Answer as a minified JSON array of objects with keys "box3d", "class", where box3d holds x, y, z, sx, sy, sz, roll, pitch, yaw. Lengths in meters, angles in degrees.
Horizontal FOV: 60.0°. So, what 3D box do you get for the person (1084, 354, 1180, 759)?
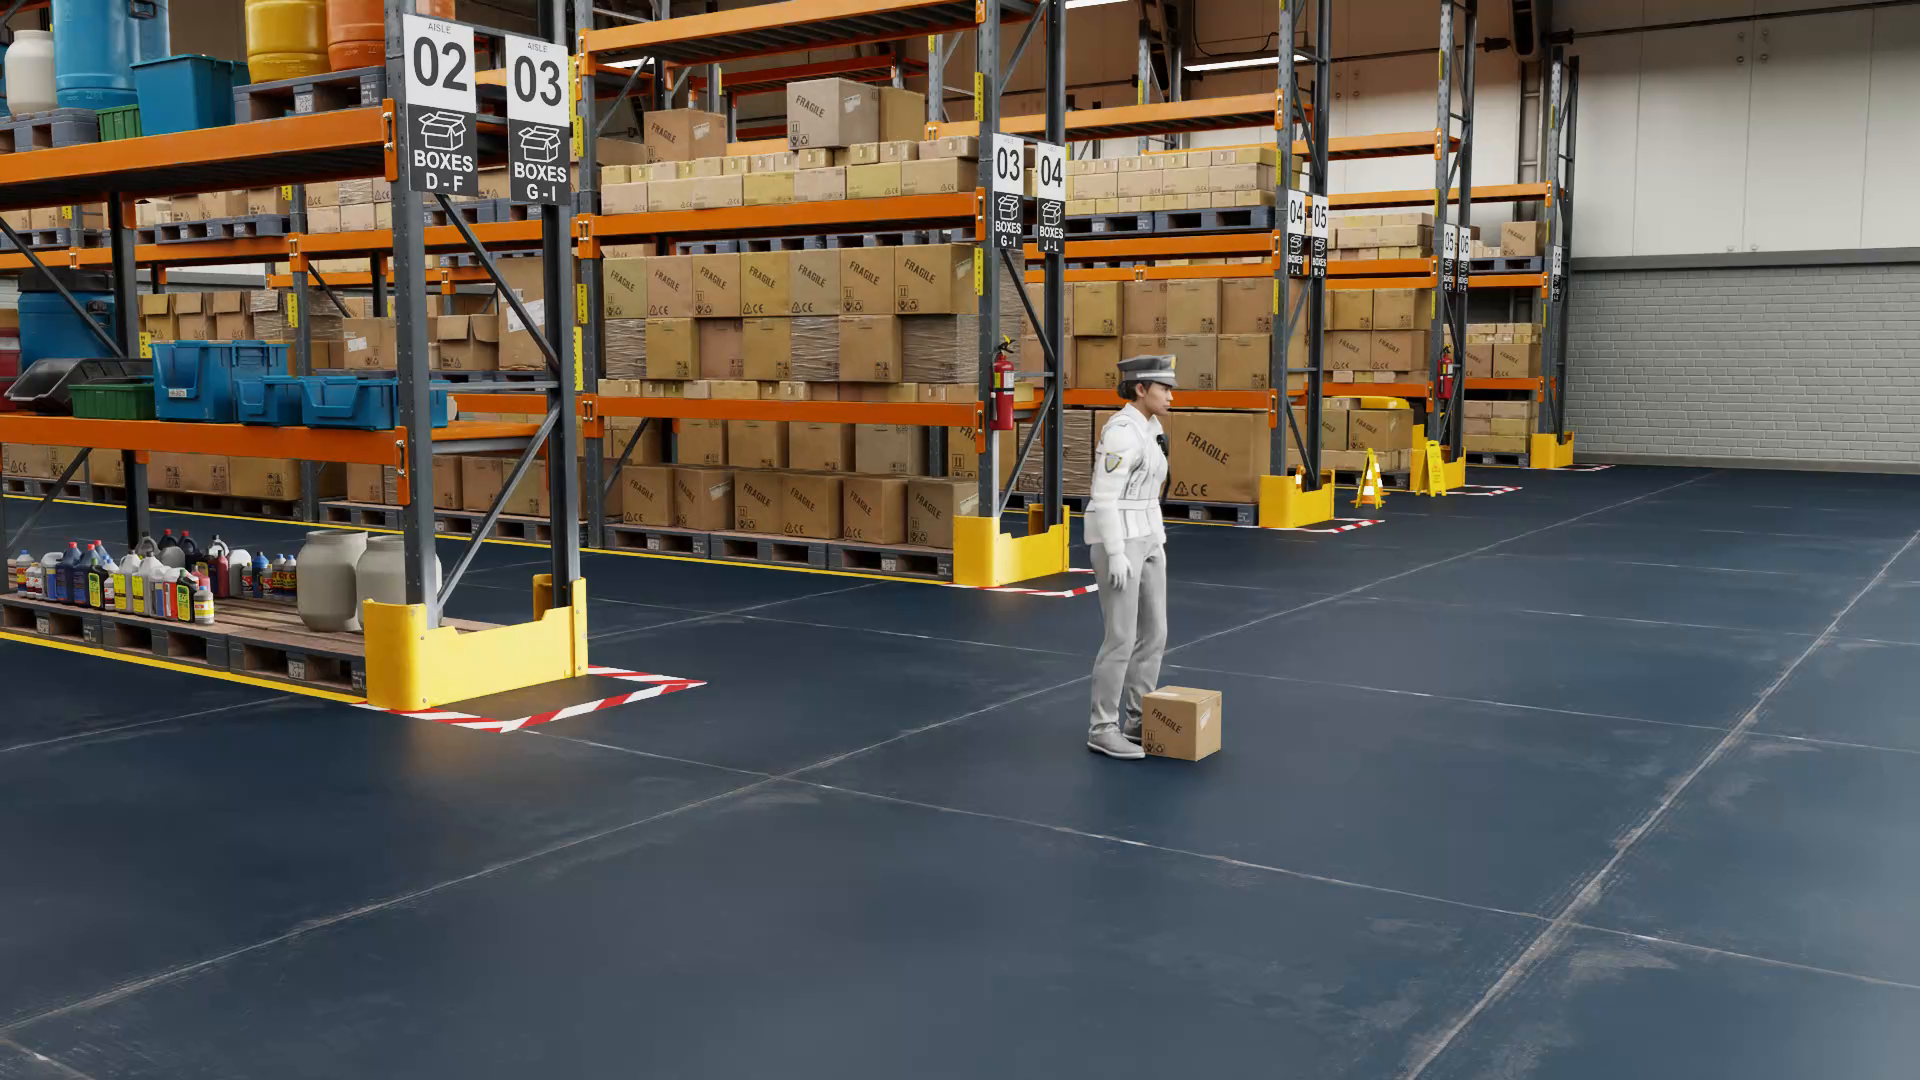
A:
[{"box3d":[0.747,0.051,7.028,0.412,1.665,0.546,4,7,30],"class":"person"}]
